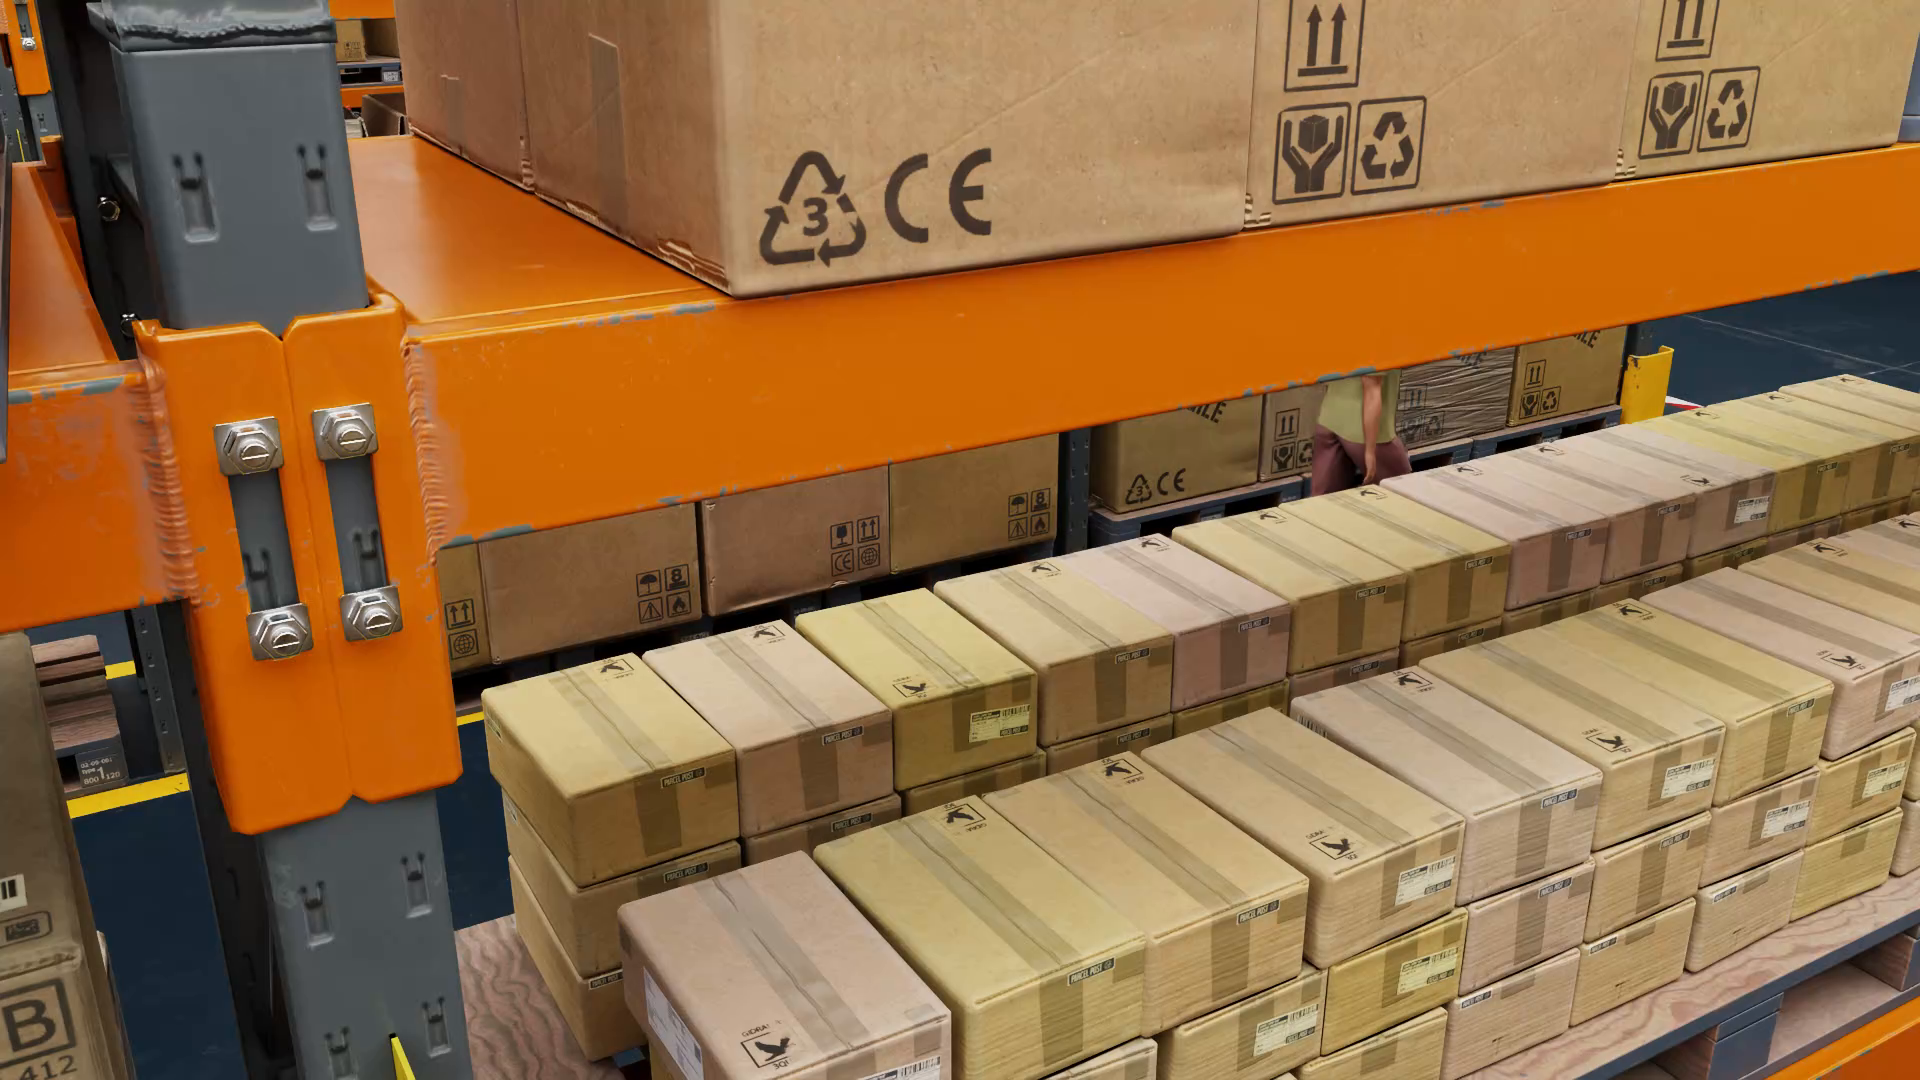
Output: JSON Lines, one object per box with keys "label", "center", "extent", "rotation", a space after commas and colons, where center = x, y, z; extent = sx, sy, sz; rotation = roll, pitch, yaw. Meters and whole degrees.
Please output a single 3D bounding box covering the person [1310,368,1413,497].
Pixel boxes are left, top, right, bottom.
{"label": "person", "center": [1.753, -0.432, 7.196], "extent": [0.693, 1.712, 0.490], "rotation": [-13, 25, -29]}
